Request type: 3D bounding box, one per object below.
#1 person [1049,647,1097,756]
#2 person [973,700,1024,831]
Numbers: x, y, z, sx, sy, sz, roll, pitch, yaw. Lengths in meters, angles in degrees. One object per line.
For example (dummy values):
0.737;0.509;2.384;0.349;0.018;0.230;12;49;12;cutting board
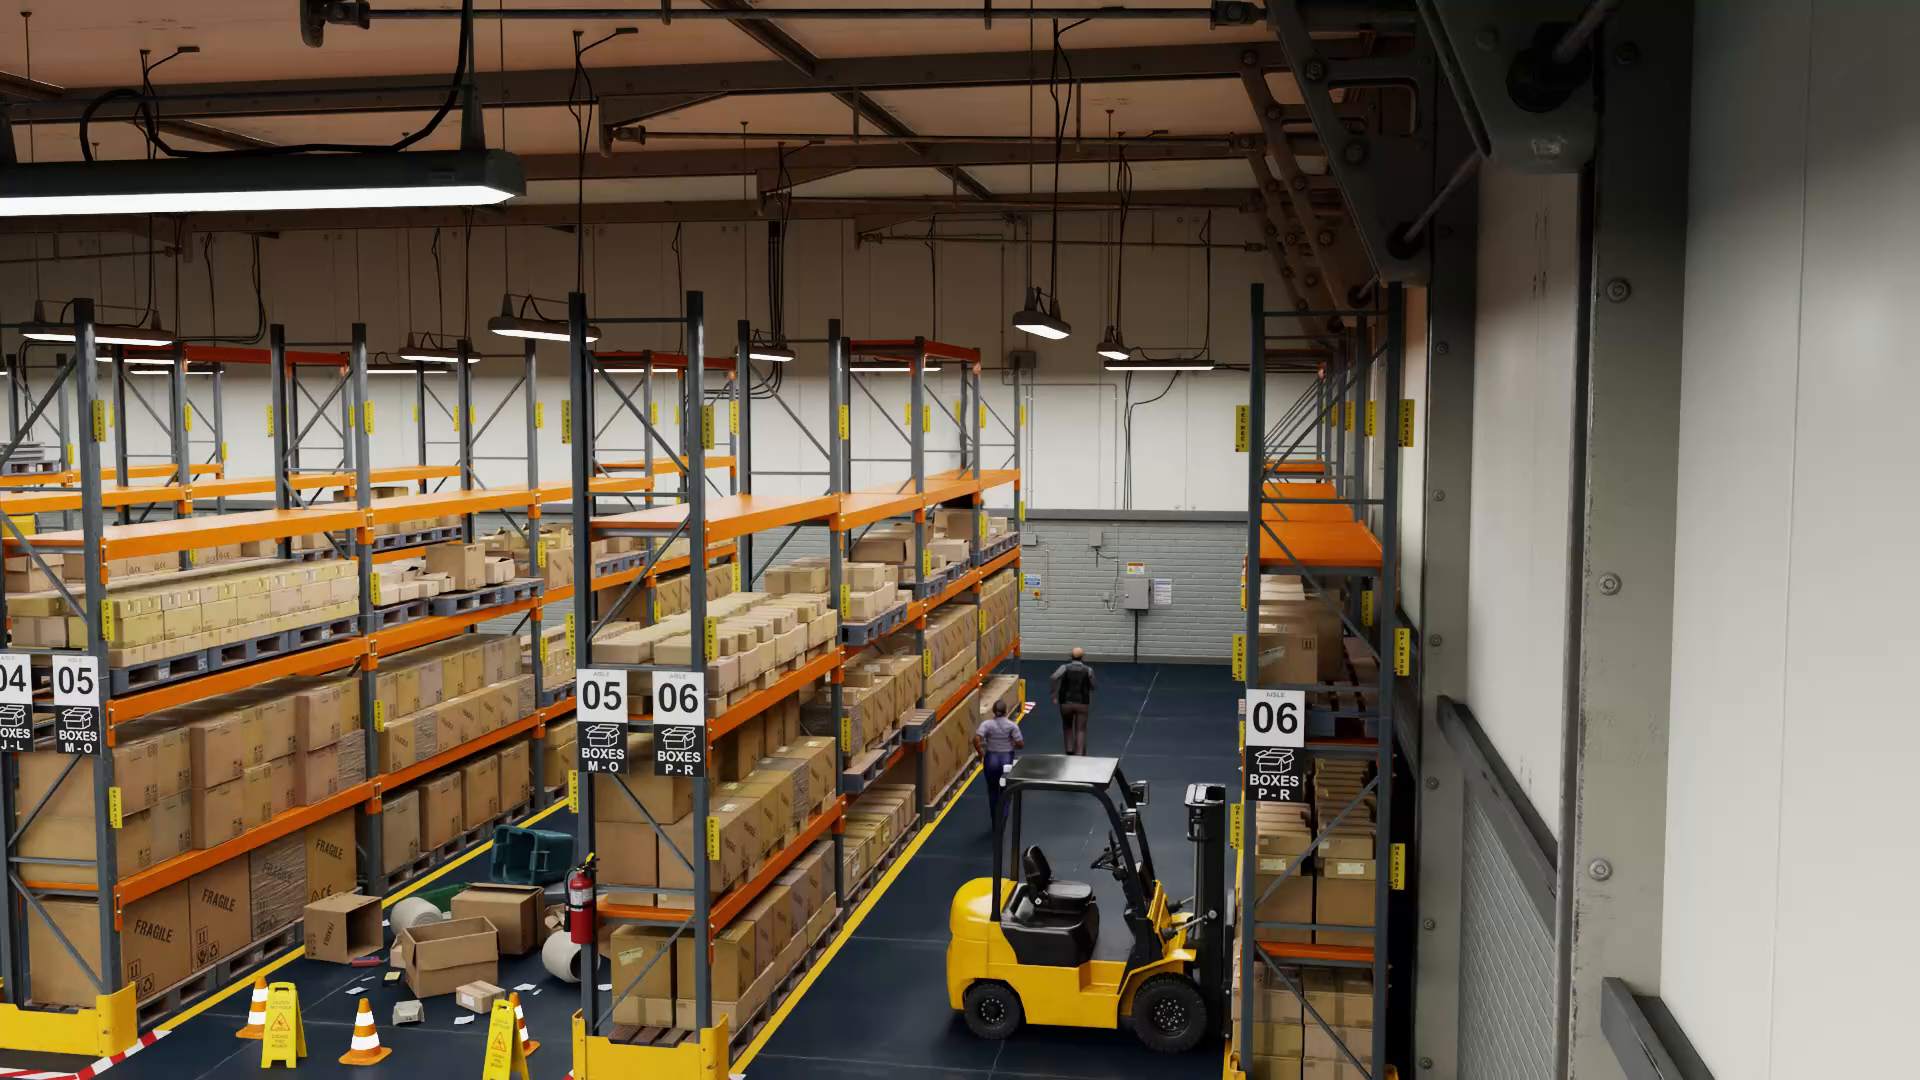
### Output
1.622;2.404;23.732;0.660;1.757;0.878;1;5;9;person
0.481;2.745;20.036;0.587;1.656;0.897;1;5;7;person
